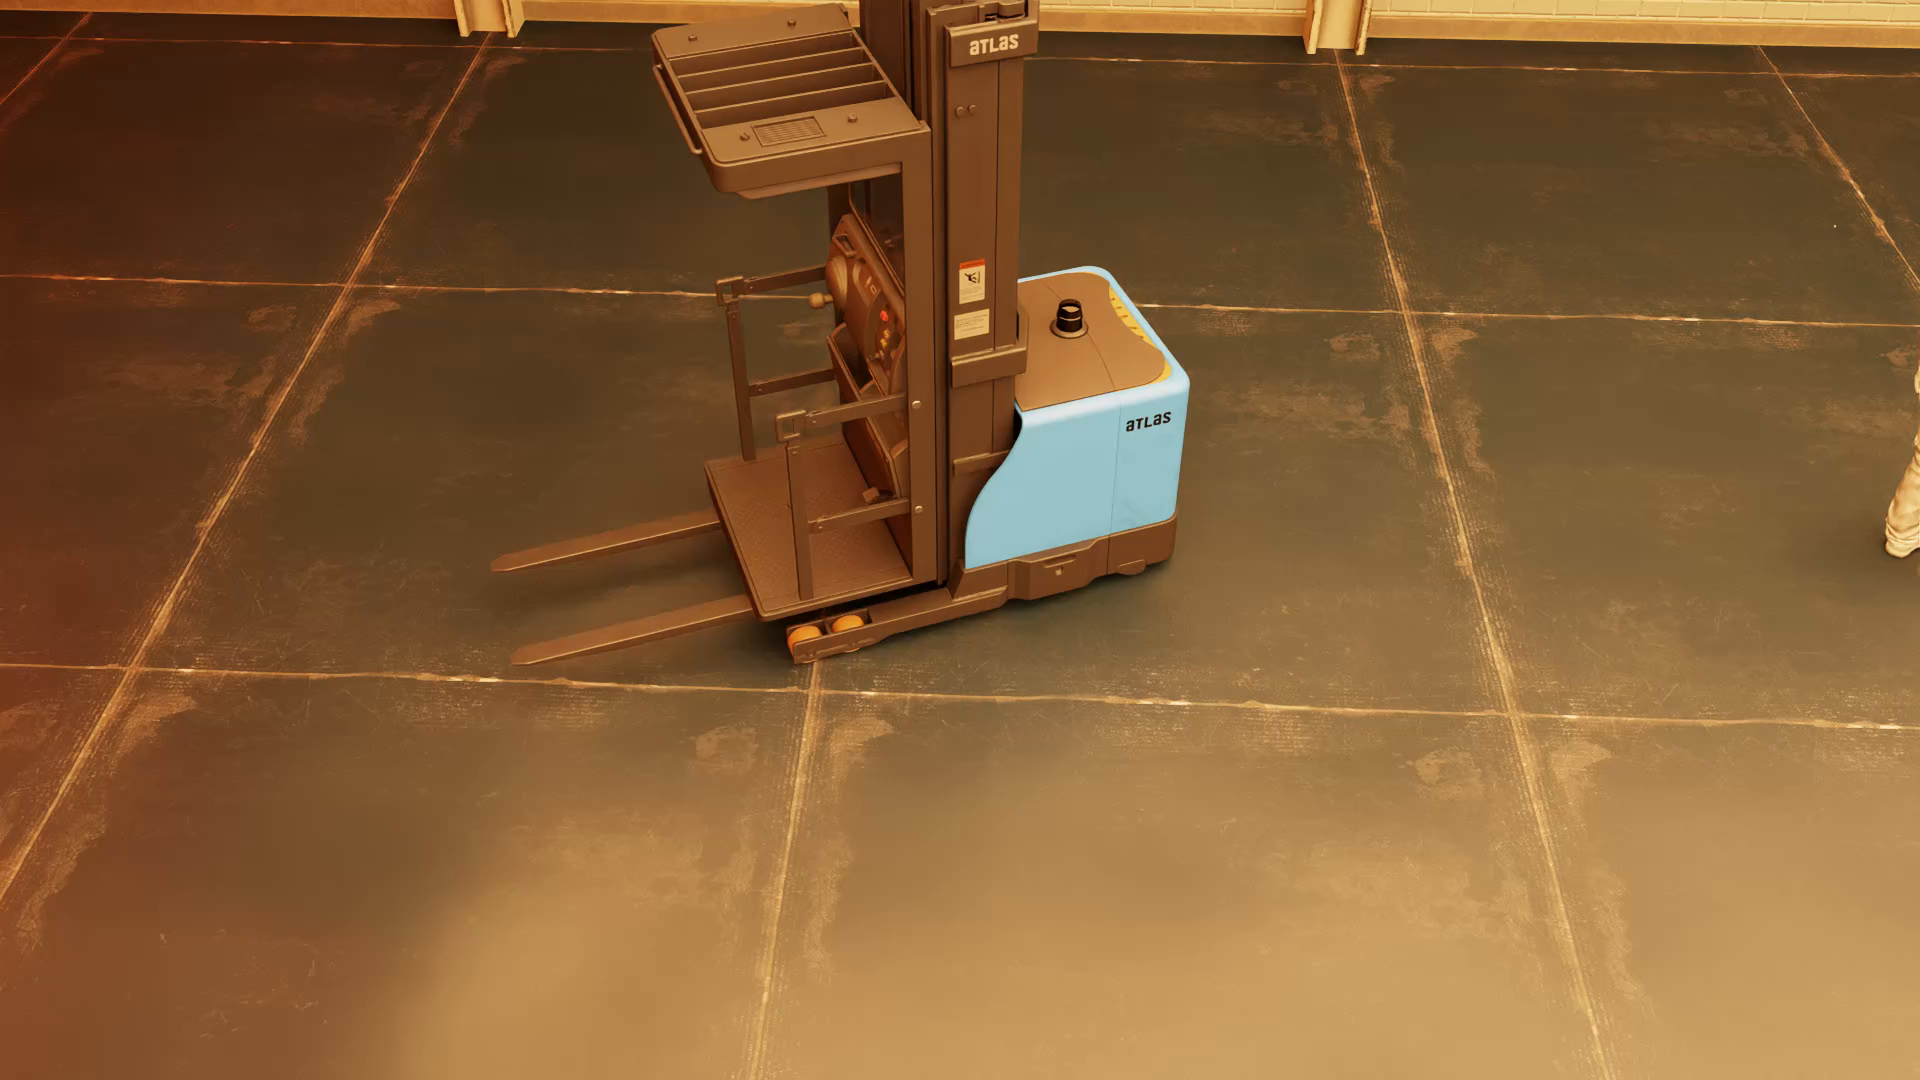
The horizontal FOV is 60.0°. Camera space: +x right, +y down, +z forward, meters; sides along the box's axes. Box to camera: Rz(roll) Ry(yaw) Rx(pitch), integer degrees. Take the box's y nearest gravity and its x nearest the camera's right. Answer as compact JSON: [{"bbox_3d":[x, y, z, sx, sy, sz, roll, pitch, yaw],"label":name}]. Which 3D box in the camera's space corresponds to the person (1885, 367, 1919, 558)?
[{"bbox_3d":[4.499,-0.604,7.272,0.577,1.745,0.657,-17,45,-17],"label":"person"}]

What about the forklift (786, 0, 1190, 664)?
[{"bbox_3d":[-0.573,-0.945,6.778,3.031,2.935,1.130,-13,44,-14],"label":"forklift"}]
